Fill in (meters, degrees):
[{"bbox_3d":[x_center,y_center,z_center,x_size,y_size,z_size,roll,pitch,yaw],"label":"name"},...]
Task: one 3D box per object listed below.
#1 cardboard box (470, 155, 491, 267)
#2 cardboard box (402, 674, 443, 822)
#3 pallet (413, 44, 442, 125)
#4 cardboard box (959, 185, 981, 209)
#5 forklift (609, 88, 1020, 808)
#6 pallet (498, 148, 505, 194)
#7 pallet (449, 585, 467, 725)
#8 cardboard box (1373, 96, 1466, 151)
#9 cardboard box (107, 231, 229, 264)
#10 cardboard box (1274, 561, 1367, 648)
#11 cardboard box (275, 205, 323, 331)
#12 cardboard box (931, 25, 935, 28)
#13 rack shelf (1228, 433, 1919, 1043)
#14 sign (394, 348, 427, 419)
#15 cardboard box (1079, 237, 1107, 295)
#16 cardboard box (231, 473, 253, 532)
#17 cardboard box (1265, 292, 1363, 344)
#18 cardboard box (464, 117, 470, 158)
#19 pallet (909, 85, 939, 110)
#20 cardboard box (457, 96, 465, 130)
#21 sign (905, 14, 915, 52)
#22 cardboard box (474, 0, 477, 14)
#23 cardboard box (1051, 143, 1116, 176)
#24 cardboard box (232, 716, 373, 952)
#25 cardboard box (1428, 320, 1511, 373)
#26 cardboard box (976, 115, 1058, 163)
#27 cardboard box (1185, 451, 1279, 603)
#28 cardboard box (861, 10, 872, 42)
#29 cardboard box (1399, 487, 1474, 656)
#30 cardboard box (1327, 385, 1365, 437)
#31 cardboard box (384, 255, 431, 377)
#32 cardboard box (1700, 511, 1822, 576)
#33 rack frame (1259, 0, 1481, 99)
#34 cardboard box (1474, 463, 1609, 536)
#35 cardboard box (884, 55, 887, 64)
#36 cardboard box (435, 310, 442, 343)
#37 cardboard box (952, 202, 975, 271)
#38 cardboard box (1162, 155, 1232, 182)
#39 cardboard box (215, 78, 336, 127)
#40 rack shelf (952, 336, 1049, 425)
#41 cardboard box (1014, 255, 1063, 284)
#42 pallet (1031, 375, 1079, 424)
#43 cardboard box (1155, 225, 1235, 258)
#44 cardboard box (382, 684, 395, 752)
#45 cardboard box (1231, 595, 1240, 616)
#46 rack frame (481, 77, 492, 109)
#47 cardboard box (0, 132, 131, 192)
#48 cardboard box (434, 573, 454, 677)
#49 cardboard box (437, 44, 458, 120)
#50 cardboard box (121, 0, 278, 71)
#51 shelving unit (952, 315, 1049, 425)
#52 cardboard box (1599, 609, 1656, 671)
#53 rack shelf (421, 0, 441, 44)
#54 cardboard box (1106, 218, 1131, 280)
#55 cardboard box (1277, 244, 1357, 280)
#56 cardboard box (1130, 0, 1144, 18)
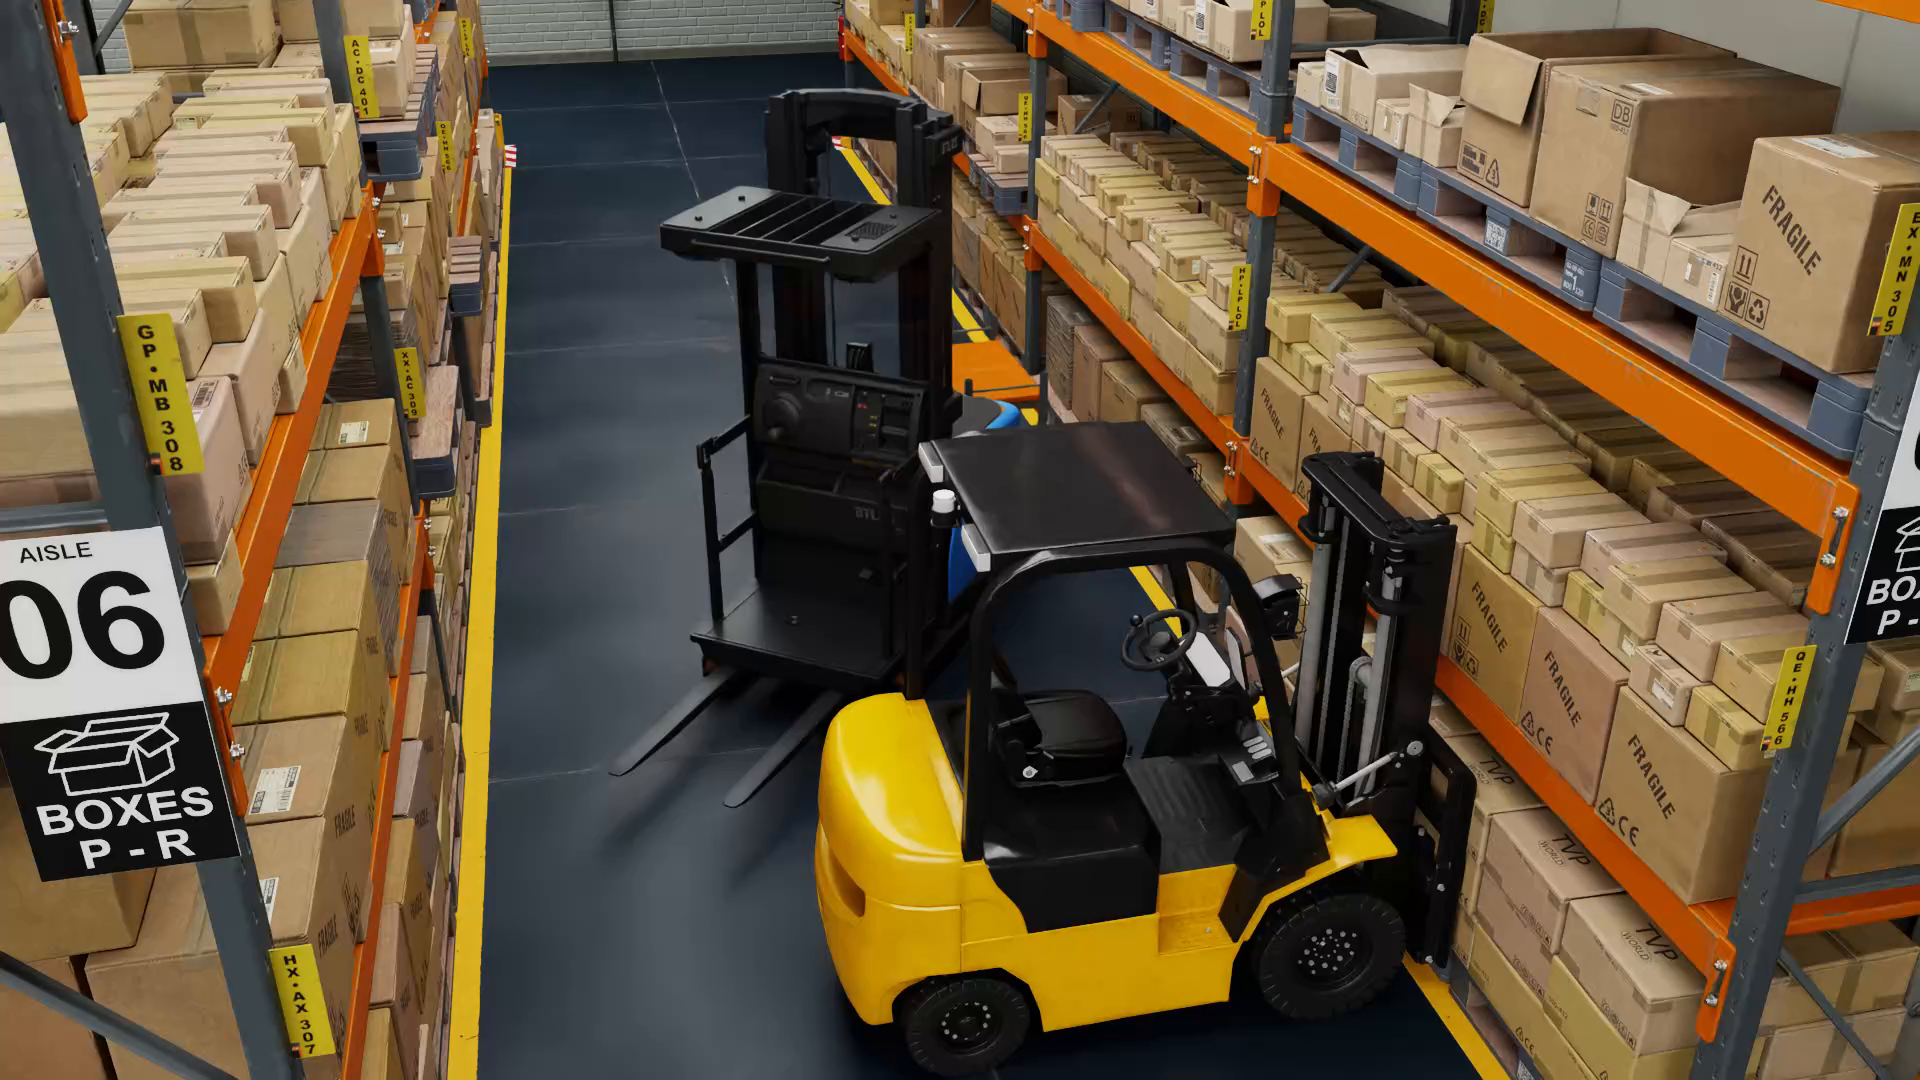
[{"bbox_3d":[-4.537,-2.732,14.226,0.875,0.875,0.875,-5,27,-10],"label":"cardboard box"},{"bbox_3d":[-2.441,0.916,6.860,0.500,0.500,0.500,-5,27,-11],"label":"cardboard box"},{"bbox_3d":[-3.224,-2.237,8.233,1.213,0.211,1.003,-6,27,-12],"label":"pallet"},{"bbox_3d":[0.203,-2.982,14.417,0.380,0.149,0.250,-6,27,-12],"label":"cardboard box"},{"bbox_3d":[-0.702,-0.603,8.192,1.130,2.935,3.031,11,29,21],"label":"forklift"},{"bbox_3d":[-5.400,-3.925,17.793,1.003,0.211,1.213,-6,27,-12],"label":"pallet"},{"bbox_3d":[-3.129,0.658,8.712,1.003,0.211,1.213,-6,27,-12],"label":"pallet"},{"bbox_3d":[1.862,-1.645,6.553,0.380,0.149,0.250,-5,27,-10],"label":"cardboard box"},{"bbox_3d":[-2.134,-0.691,4.354,0.380,0.149,0.250,-6,27,-12],"label":"cardboard box"},{"bbox_3d":[1.792,0.312,7.778,0.500,0.250,0.500,-6,27,-12],"label":"cardboard box"},{"bbox_3d":[-2.245,-0.815,5.044,0.500,0.250,0.500,-5,27,-10],"label":"cardboard box"},{"bbox_3d":[-0.003,-5.020,16.703,0.500,0.250,0.500,-5,27,-10],"label":"cardboard box"},{"bbox_3d":[2.334,0.448,6.831,1.077,0.370,4.000,-6,27,-12],"label":"rack shelf"},{"bbox_3d":[-2.425,-0.690,7.328,0.100,0.325,0.005,-6,27,-12],"label":"sign"},{"bbox_3d":[1.075,-1.774,10.601,0.500,0.250,0.500,-7,28,-13],"label":"cardboard box"},{"bbox_3d":[-1.982,-0.121,4.110,0.380,0.149,0.250,-5,27,-10],"label":"cardboard box"},{"bbox_3d":[1.666,-1.048,7.836,0.380,0.149,0.250,-5,27,-11],"label":"cardboard box"},{"bbox_3d":[-4.295,-3.295,13.616,0.500,0.250,0.500,-6,27,-12],"label":"cardboard box"},{"bbox_3d":[0.154,-3.815,14.693,1.003,0.211,1.213,-6,27,-12],"label":"pallet"},{"bbox_3d":[-4.176,-3.299,13.069,0.500,0.250,0.500,-5,27,-10],"label":"cardboard box"},{"bbox_3d":[-0.447,-4.591,15.056,0.100,0.325,0.005,-6,27,-12],"label":"sign"},{"bbox_3d":[-5.169,-5.590,16.776,0.500,0.500,0.500,-6,27,-11],"label":"cardboard box"},{"bbox_3d":[0.828,-2.554,11.151,0.380,0.149,0.250,-5,27,-10],"label":"cardboard box"},{"bbox_3d":[-2.007,0.870,4.756,0.500,0.500,0.500,-5,27,-10],"label":"cardboard box"},{"bbox_3d":[2.338,-0.879,7.502,0.380,0.149,0.250,-6,27,-12],"label":"cardboard box"},{"bbox_3d":[0.429,-3.058,12.680,0.500,0.250,0.500,-7,28,-14],"label":"cardboard box"},{"bbox_3d":[1.755,-0.106,9.301,0.875,0.625,0.625,-5,27,-9],"label":"cardboard box"},{"bbox_3d":[-0.750,-5.415,17.485,0.500,0.250,0.500,-6,27,-13],"label":"cardboard box"},{"bbox_3d":[2.070,0.098,6.616,0.500,0.500,0.500,-6,27,-11],"label":"cardboard box"},{"bbox_3d":[1.828,-0.578,7.234,0.380,0.149,0.250,-5,27,-10],"label":"cardboard box"},{"bbox_3d":[-2.892,-1.065,8.124,0.500,0.500,0.500,-6,27,-11],"label":"cardboard box"},{"bbox_3d":[2.776,0.026,5.709,0.380,0.149,0.250,-6,27,-11],"label":"cardboard box"},{"bbox_3d":[1.883,-3.429,7.057,1.000,3.000,0.127,-6,27,-12],"label":"rack frame"},{"bbox_3d":[2.113,-0.148,6.053,0.380,0.149,0.250,-5,27,-11],"label":"cardboard box"},{"bbox_3d":[-0.568,-4.944,16.996,0.380,0.149,0.250,-6,27,-12],"label":"cardboard box"},{"bbox_3d":[-3.035,-1.170,9.052,0.380,0.149,0.250,-5,27,-10],"label":"cardboard box"},{"bbox_3d":[0.208,-2.647,14.473,0.500,0.500,0.500,-7,28,-13],"label":"cardboard box"},{"bbox_3d":[1.542,-2.395,10.835,0.380,0.149,0.250,-6,28,-13],"label":"cardboard box"},{"bbox_3d":[-2.535,-1.605,6.165,0.380,0.149,0.250,-7,28,-13],"label":"cardboard box"},{"bbox_3d":[0.134,-0.933,10.200,0.538,0.278,1.000,-7,28,-14],"label":"rack shelf"},{"bbox_3d":[0.624,-2.059,12.589,0.380,0.149,0.250,-7,28,-14],"label":"cardboard box"},{"bbox_3d":[1.129,-0.897,11.792,1.003,0.211,1.213,-6,27,-12],"label":"pallet"},{"bbox_3d":[1.324,-1.660,9.379,0.380,0.149,0.250,-7,28,-13],"label":"cardboard box"},{"bbox_3d":[-2.229,0.647,5.917,0.380,0.149,0.250,-6,27,-11],"label":"cardboard box"},{"bbox_3d":[1.691,0.310,8.338,0.500,0.250,0.500,-6,27,-12],"label":"cardboard box"},{"bbox_3d":[-5.656,-5.513,17.844,1.000,3.000,0.127,-6,27,-12],"label":"rack frame"},{"bbox_3d":[-2.923,-1.207,5.377,0.380,0.149,0.250,-7,28,-13],"label":"cardboard box"},{"bbox_3d":[-3.073,0.510,8.360,0.950,0.372,0.625,-6,27,-11],"label":"cardboard box"},{"bbox_3d":[-4.060,-3.401,12.439,0.500,0.500,0.500,-6,27,-11],"label":"cardboard box"},{"bbox_3d":[-3.207,-2.170,7.036,0.500,0.250,0.500,-5,27,-10],"label":"cardboard box"},{"bbox_3d":[0.134,-0.671,10.332,0.538,1.125,1.048,-7,28,-14],"label":"shelving unit"},{"bbox_3d":[2.348,0.318,5.461,0.380,0.149,0.250,-5,27,-11],"label":"cardboard box"},{"bbox_3d":[-4.304,-3.897,12.112,1.077,0.370,4.000,-6,27,-12],"label":"rack shelf"},{"bbox_3d":[1.195,-1.770,10.040,0.500,0.250,0.500,-6,27,-11],"label":"cardboard box"},{"bbox_3d":[1.948,-1.494,9.050,0.380,0.149,0.250,-6,27,-12],"label":"cardboard box"},{"bbox_3d":[1.166,-3.000,9.238,0.380,0.149,0.250,-6,27,-12],"label":"cardboard box"}]
